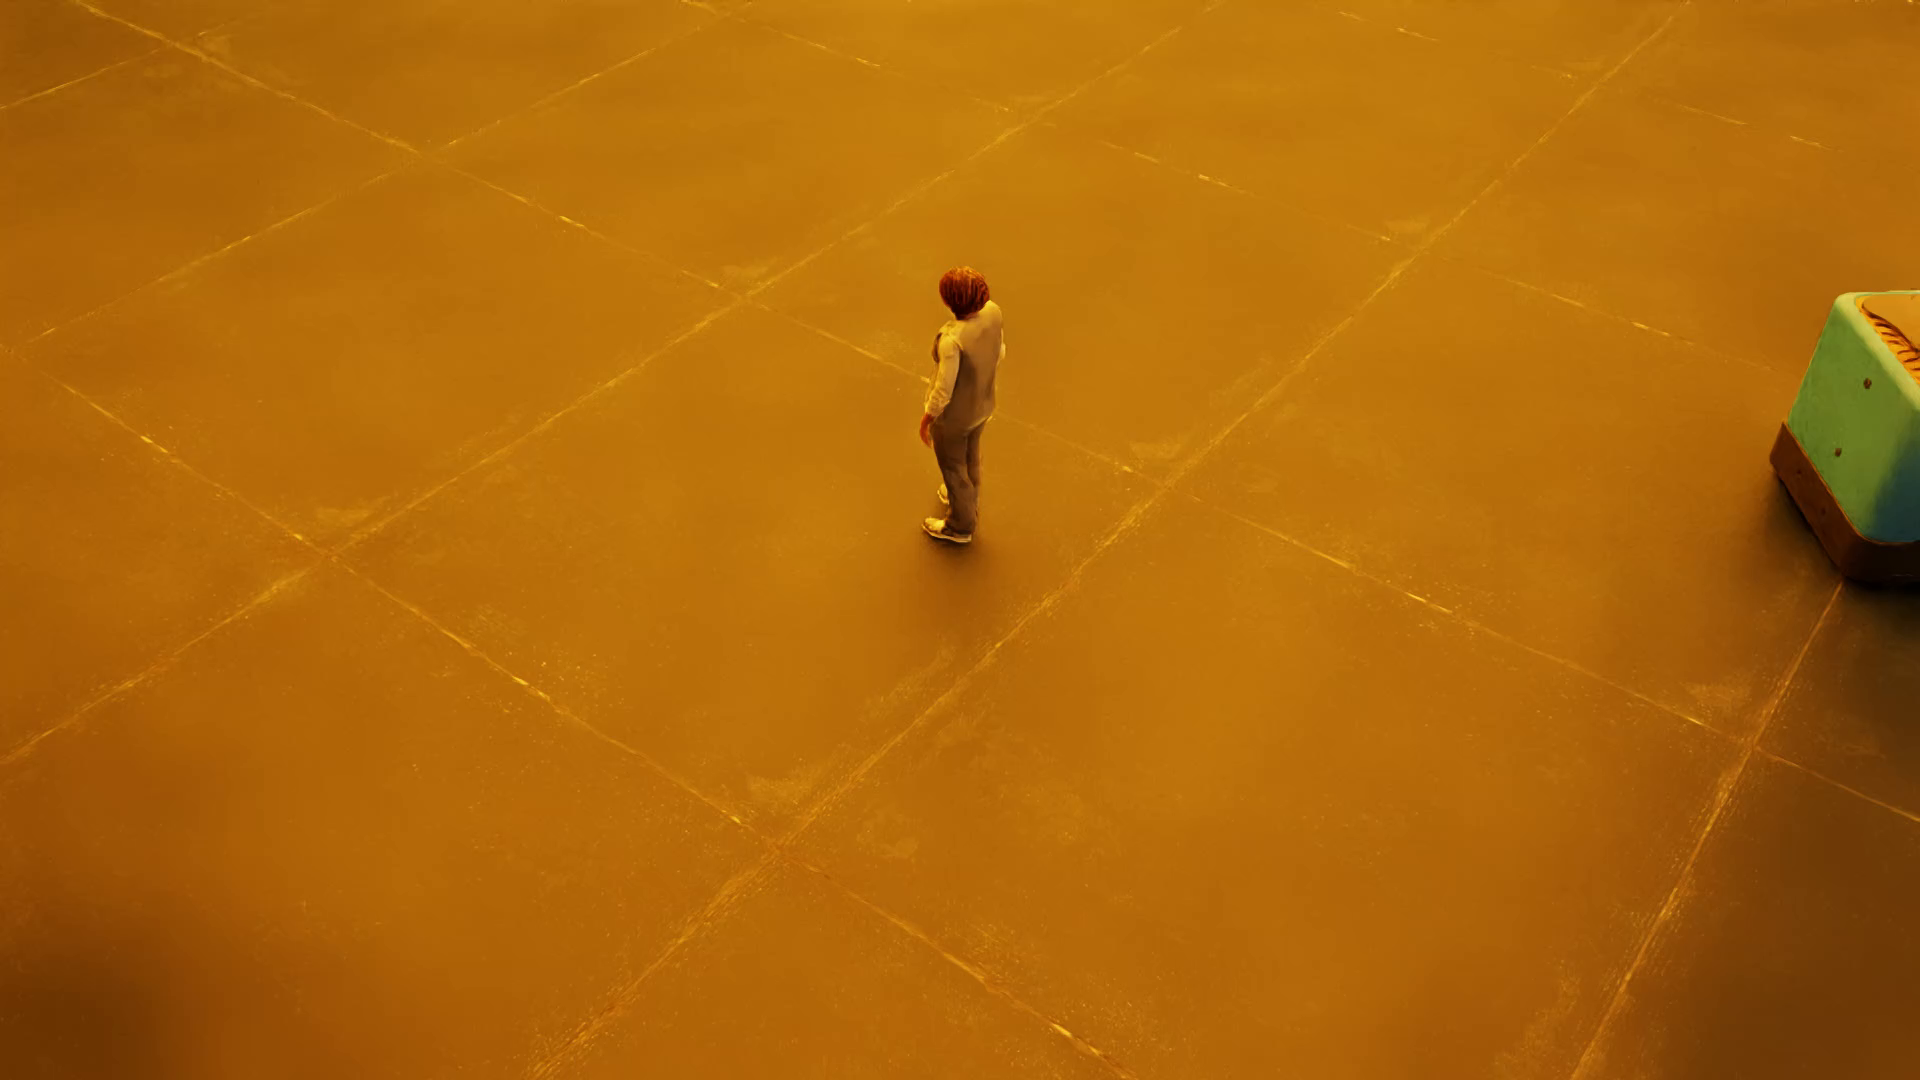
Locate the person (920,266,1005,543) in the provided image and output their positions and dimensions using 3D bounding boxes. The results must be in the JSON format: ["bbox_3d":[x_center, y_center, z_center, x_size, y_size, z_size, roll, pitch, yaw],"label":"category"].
[{"bbox_3d":[-0.050,-0.649,7.853,0.474,1.597,0.521,26,47,28],"label":"person"}]

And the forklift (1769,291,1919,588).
[{"bbox_3d":[5.763,-1.213,7.497,3.031,2.935,1.130,-1,40,-1],"label":"forklift"}]
